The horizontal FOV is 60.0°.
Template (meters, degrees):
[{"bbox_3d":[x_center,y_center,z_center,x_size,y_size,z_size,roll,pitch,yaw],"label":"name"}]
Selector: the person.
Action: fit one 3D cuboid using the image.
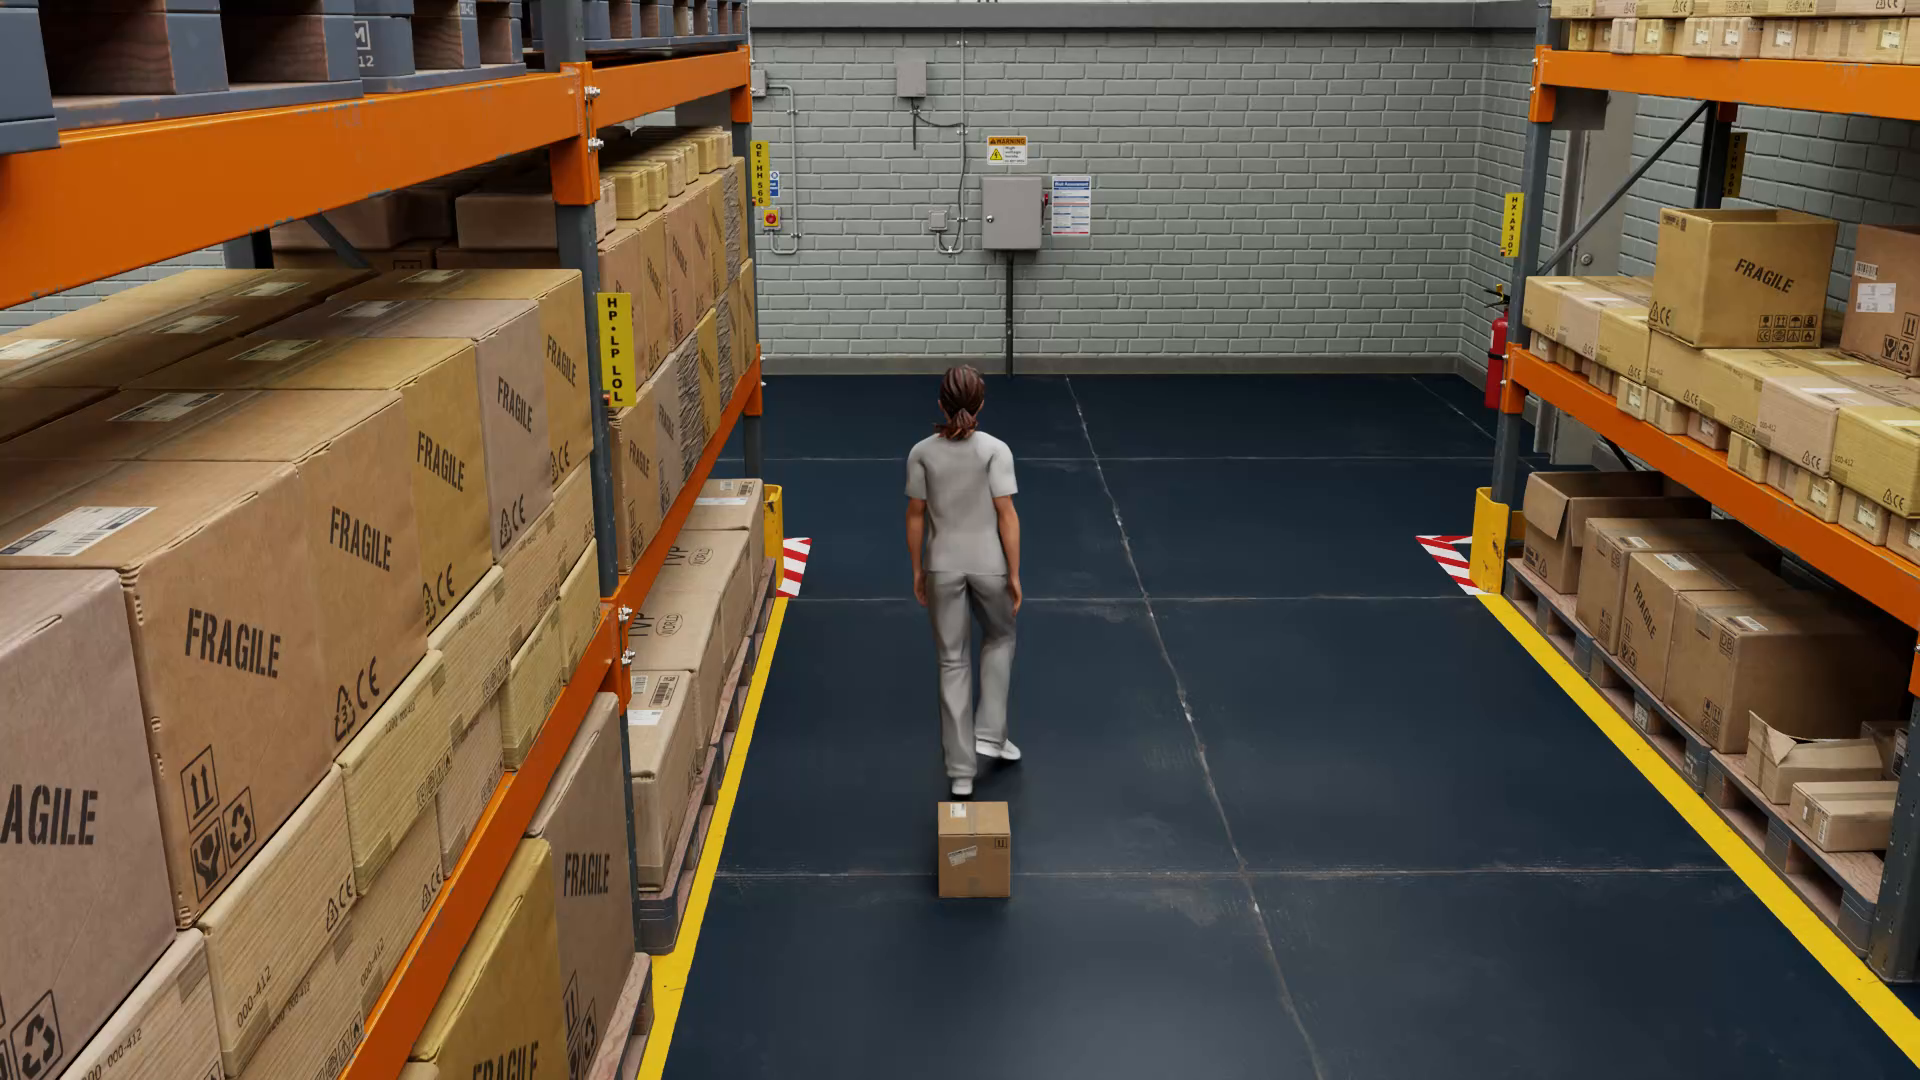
[{"bbox_3d":[0.011,0.164,6.520,0.472,1.676,0.537,1,17,5],"label":"person"}]
